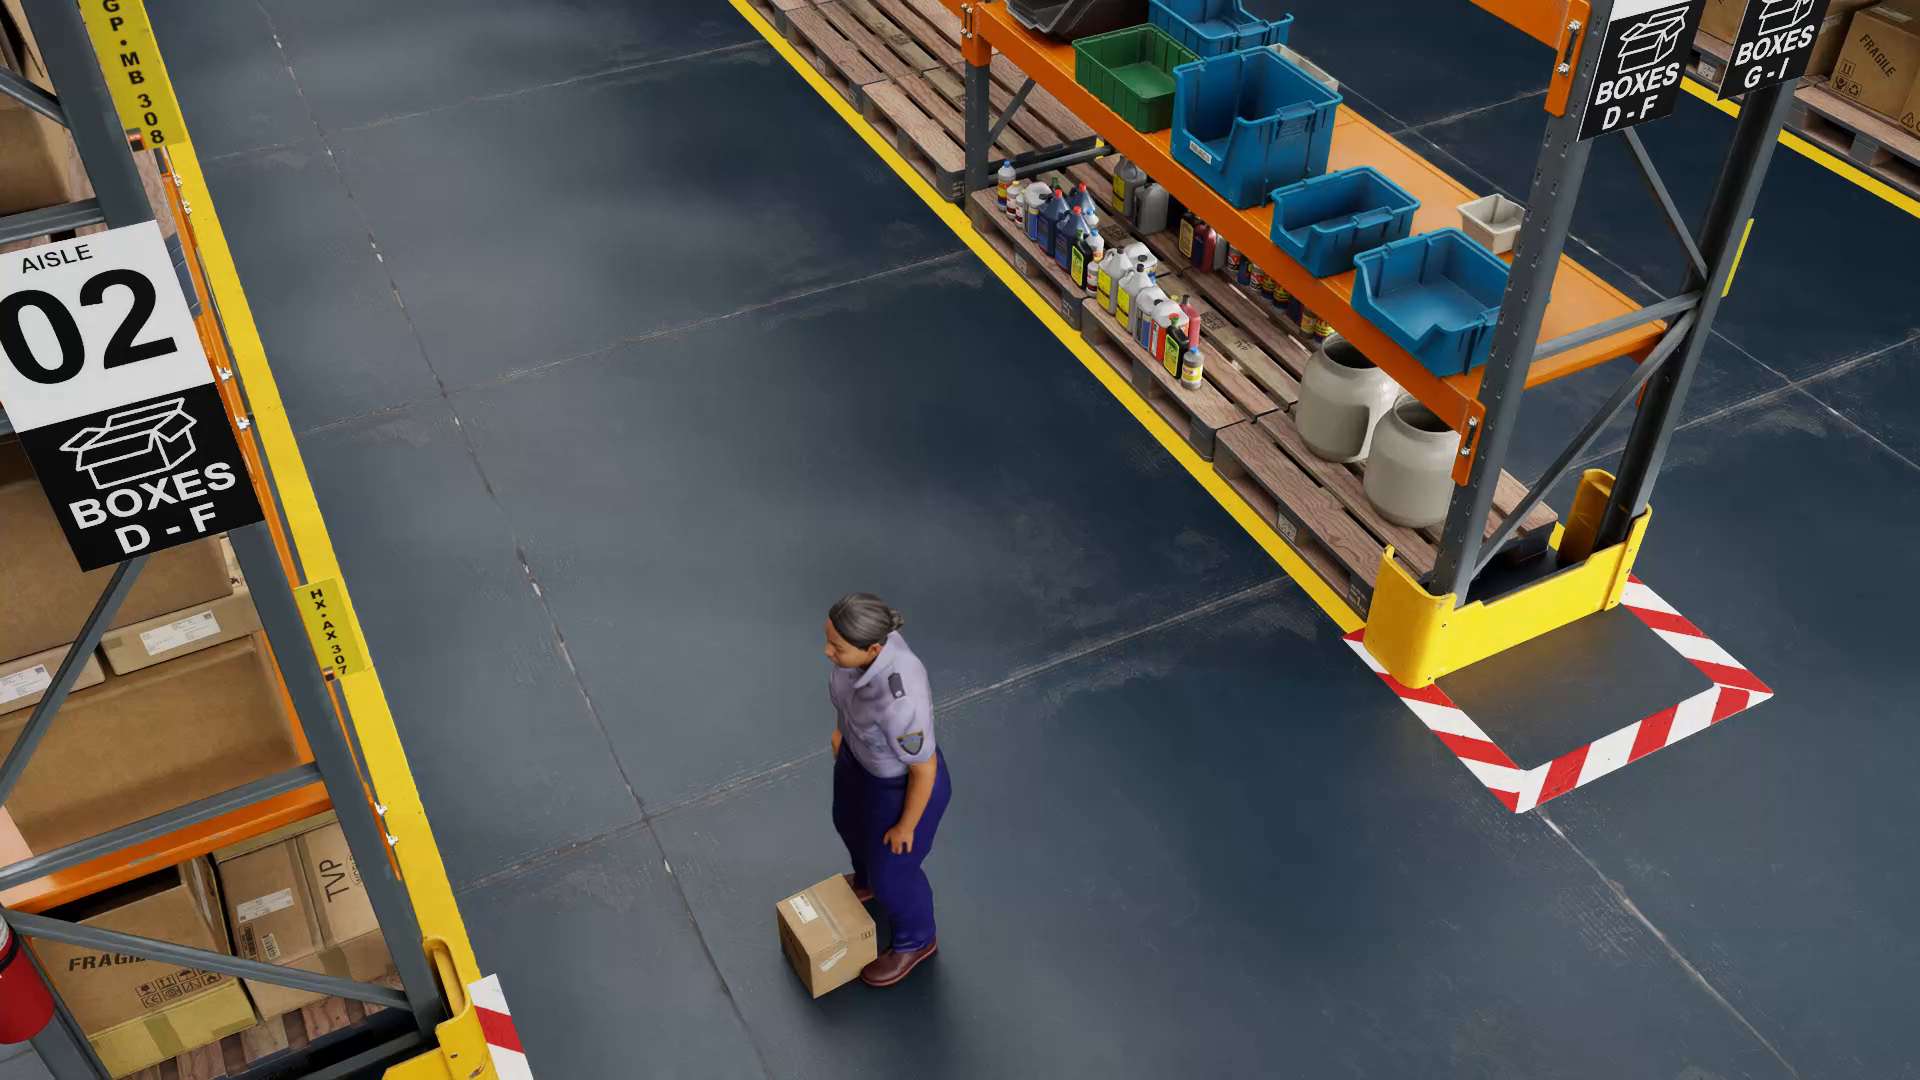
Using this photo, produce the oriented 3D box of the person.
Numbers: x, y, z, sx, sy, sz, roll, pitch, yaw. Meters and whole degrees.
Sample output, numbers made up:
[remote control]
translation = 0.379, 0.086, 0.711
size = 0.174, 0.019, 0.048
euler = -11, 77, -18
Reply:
[person]
translation = -0.247, 0.758, 5.319
size = 0.371, 1.637, 0.538
euler = -19, 45, -20
